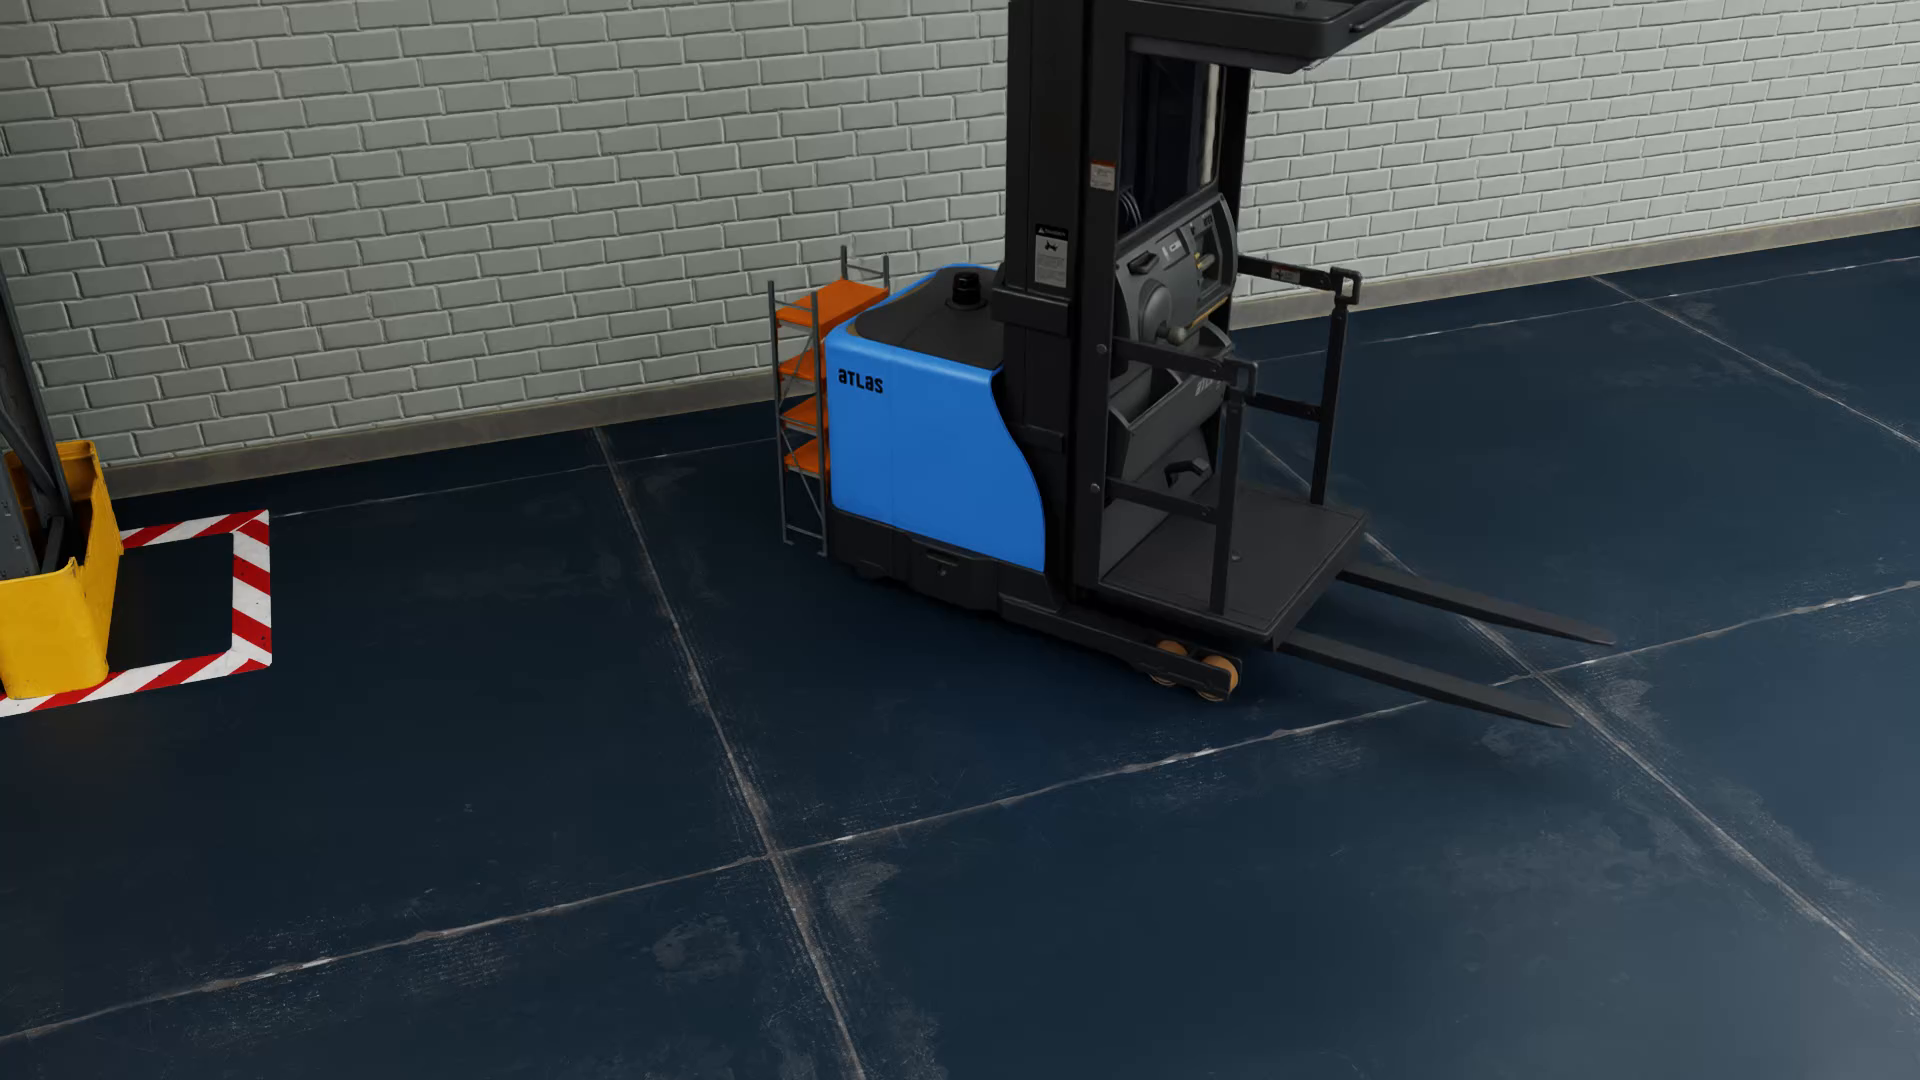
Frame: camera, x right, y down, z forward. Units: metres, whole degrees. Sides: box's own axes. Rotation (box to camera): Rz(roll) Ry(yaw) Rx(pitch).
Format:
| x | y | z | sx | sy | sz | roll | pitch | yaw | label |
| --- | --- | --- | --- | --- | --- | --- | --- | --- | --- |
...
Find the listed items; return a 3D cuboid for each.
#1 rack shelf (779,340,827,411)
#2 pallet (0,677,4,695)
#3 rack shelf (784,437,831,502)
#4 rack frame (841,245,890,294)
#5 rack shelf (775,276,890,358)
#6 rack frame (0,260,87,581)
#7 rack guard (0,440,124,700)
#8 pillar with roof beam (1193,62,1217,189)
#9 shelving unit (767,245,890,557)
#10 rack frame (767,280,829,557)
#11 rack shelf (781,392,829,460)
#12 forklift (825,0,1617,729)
| x | y | z | sx | sy | sz | roll | pitch | yaw | label |
| --- | --- | --- | --- | --- | --- | --- | --- | --- | --- |
| -0.532 | -0.721 | 6.988 | 0.258 | 0.148 | 0.480 | 18 | 34 | 28 | rack shelf |
| -4.320 | 0.370 | 6.387 | 1.213 | 0.211 | 1.003 | -10 | 31 | -18 | pallet |
| -0.532 | -0.354 | 7.197 | 0.258 | 0.148 | 0.480 | 18 | 34 | 28 | rack shelf |
| -0.398 | -0.686 | 7.242 | 0.240 | 1.200 | 0.015 | 18 | 34 | 28 | rack frame |
| -0.532 | -0.927 | 6.870 | 0.258 | 0.148 | 0.480 | 18 | 34 | 28 | rack shelf |
| -3.617 | -0.993 | 5.962 | 0.127 | 3.000 | 1.000 | -10 | 31 | -18 | rack frame |
| -3.595 | 0.089 | 6.588 | 0.348 | 0.500 | 1.175 | -10 | 31 | -18 | rack guard |
| 2.540 | -2.936 | 3.312 | 0.400 | 9.000 | 9.100 | -10 | 31 | -18 | pillar with roof beam |
| -0.532 | -0.585 | 7.065 | 0.258 | 1.200 | 0.503 | 18 | 34 | 28 | shelving unit |
| -0.665 | -0.484 | 6.888 | 0.240 | 1.200 | 0.015 | 18 | 34 | 28 | rack frame |
| -0.532 | -0.527 | 7.098 | 0.258 | 0.148 | 0.480 | 18 | 34 | 28 | rack shelf |
| 0.974 | -0.974 | 5.999 | 3.031 | 2.935 | 1.130 | 17 | 34 | 27 | forklift |
